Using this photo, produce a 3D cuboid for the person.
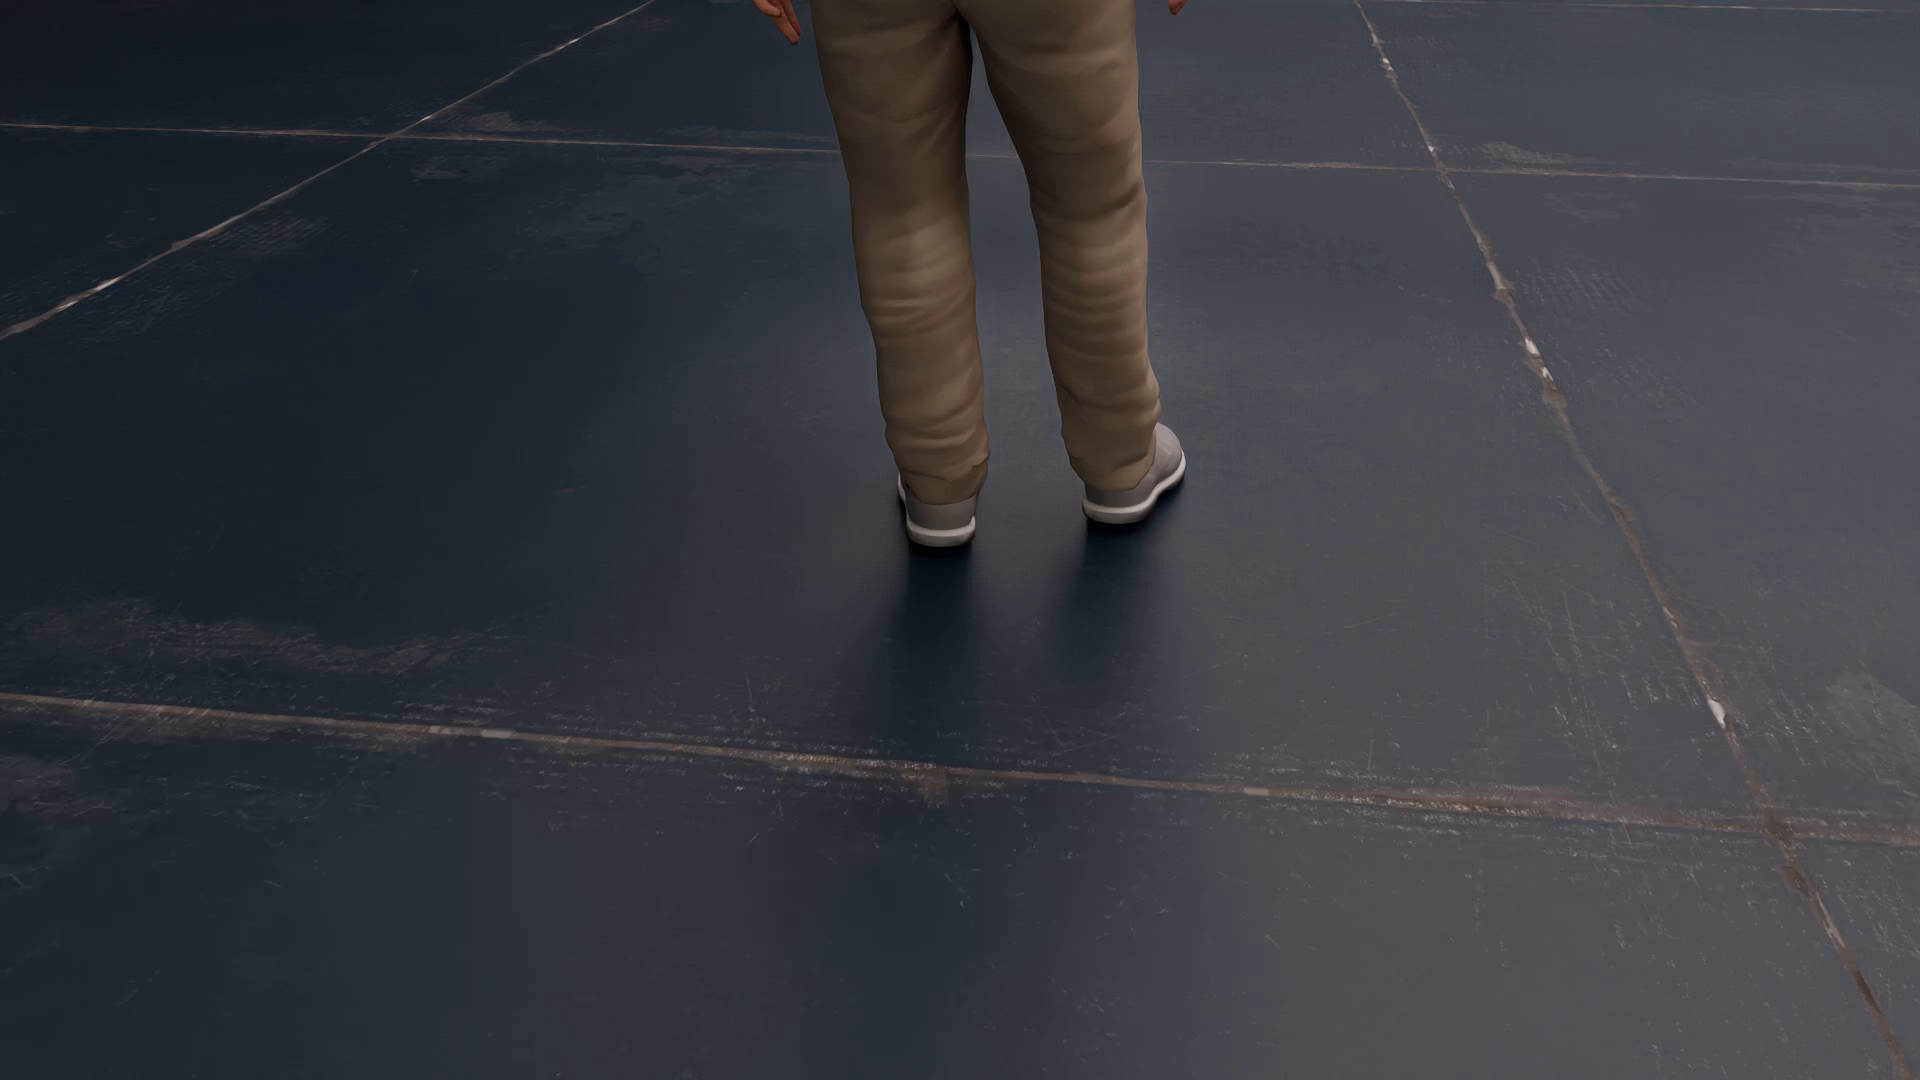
[{"bbox_3d":[0.024,-0.819,2.189,0.640,1.727,0.551,3,27,7],"label":"person"}]
